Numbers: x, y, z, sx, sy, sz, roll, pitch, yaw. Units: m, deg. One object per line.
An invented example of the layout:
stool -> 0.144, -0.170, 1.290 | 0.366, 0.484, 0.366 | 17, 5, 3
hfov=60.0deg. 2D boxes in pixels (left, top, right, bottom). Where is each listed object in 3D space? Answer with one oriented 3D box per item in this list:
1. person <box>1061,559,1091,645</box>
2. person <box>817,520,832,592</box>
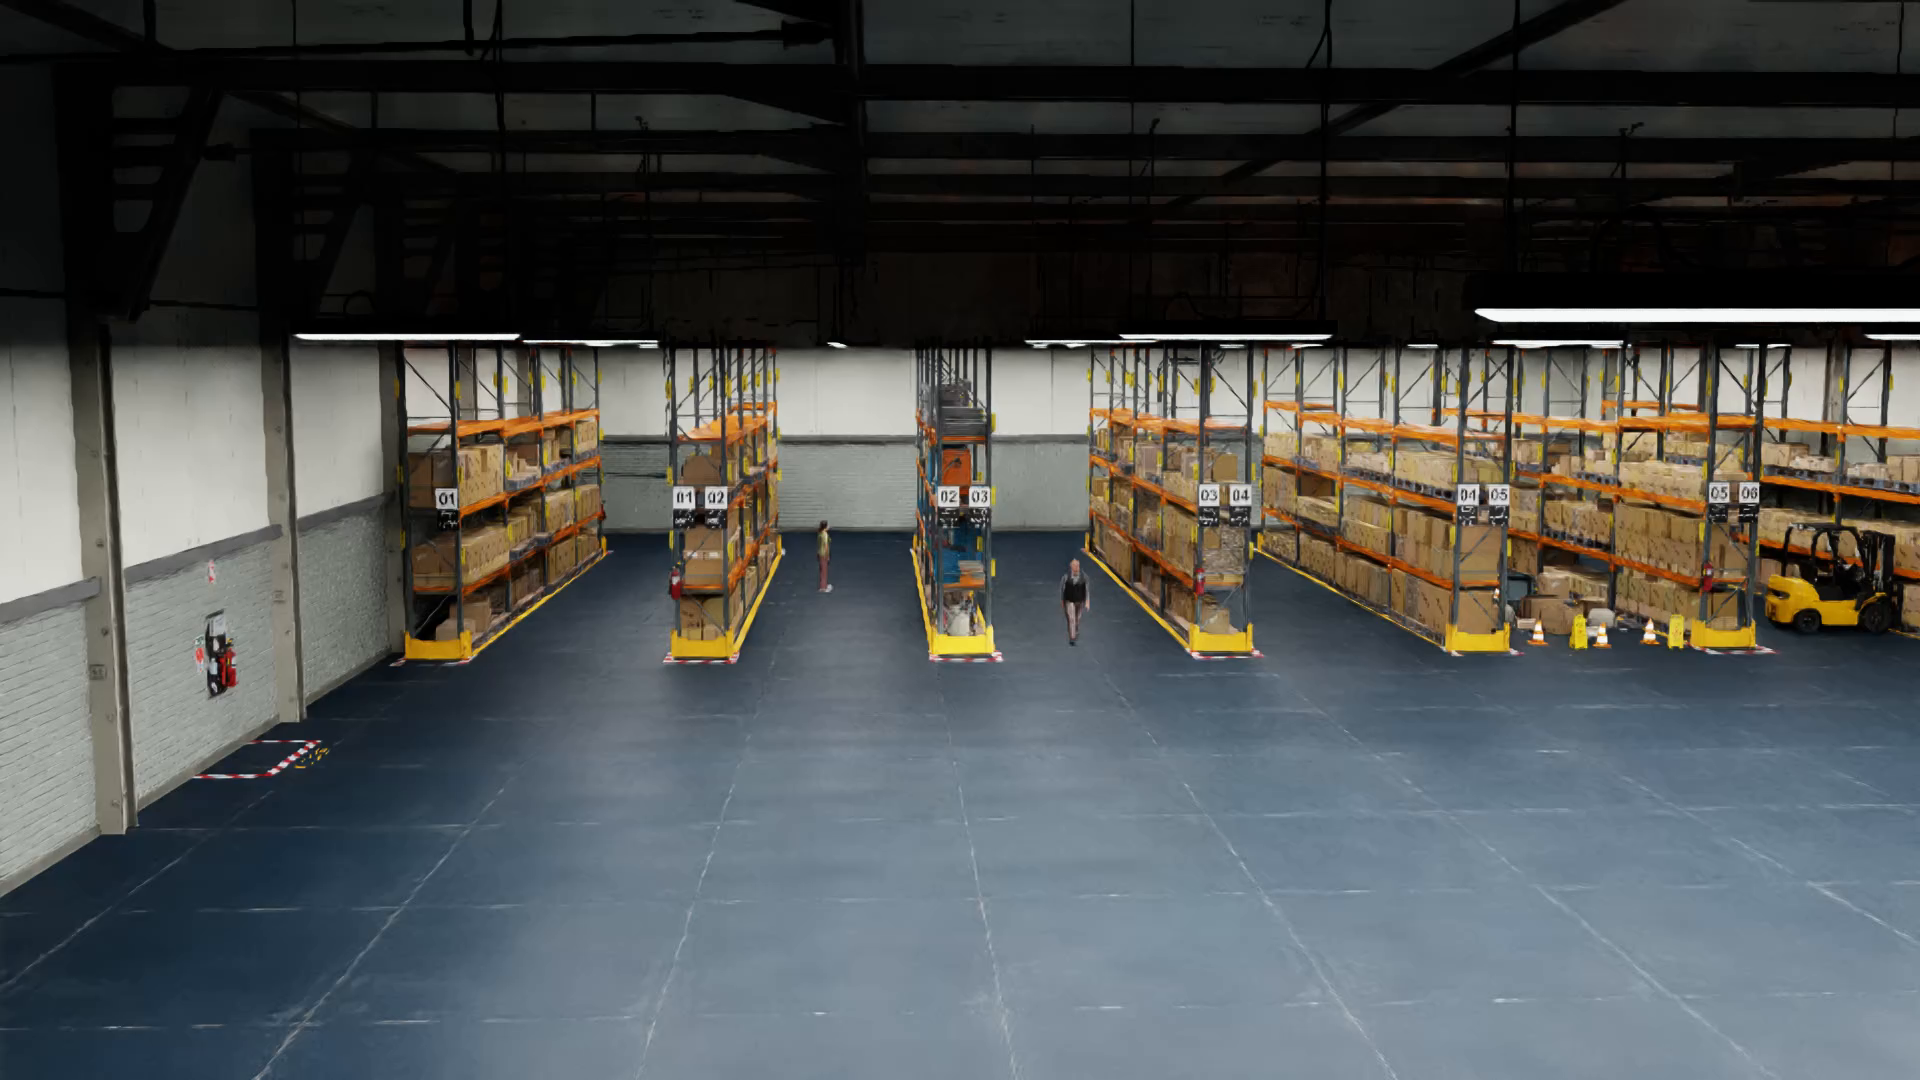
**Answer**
person -> 2.274, 1.197, 32.584 | 0.553, 1.673, 1.030 | 0, 7, -4
person -> -3.207, 0.369, 39.704 | 0.452, 1.679, 0.511 | -3, 7, -27
